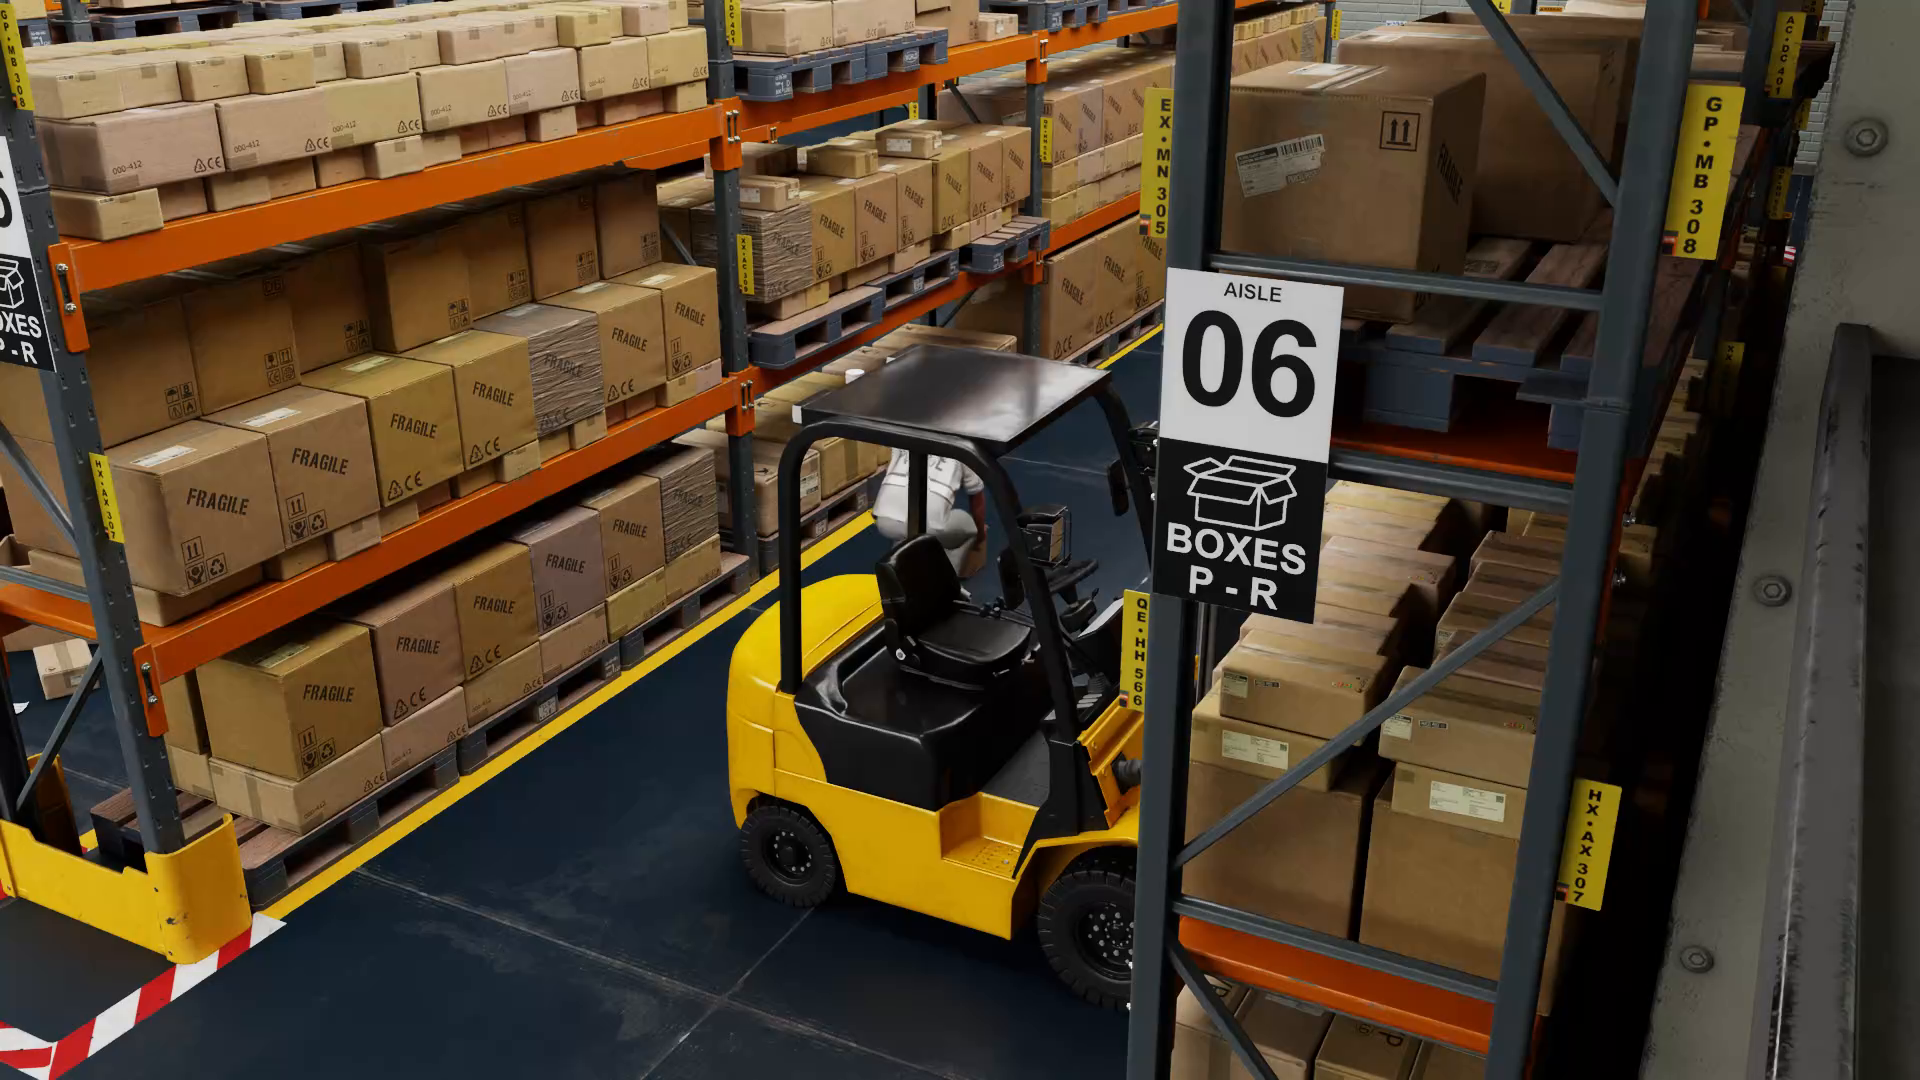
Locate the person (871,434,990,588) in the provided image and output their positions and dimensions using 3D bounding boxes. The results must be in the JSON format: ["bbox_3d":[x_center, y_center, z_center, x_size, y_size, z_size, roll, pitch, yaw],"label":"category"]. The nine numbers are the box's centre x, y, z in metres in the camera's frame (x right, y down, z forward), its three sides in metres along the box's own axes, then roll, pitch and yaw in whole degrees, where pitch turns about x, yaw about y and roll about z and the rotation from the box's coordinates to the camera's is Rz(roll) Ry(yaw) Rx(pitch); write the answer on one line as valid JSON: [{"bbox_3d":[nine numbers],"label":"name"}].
[{"bbox_3d":[-0.186,-0.204,9.651,0.572,1.072,0.933,11,25,24],"label":"person"}]
